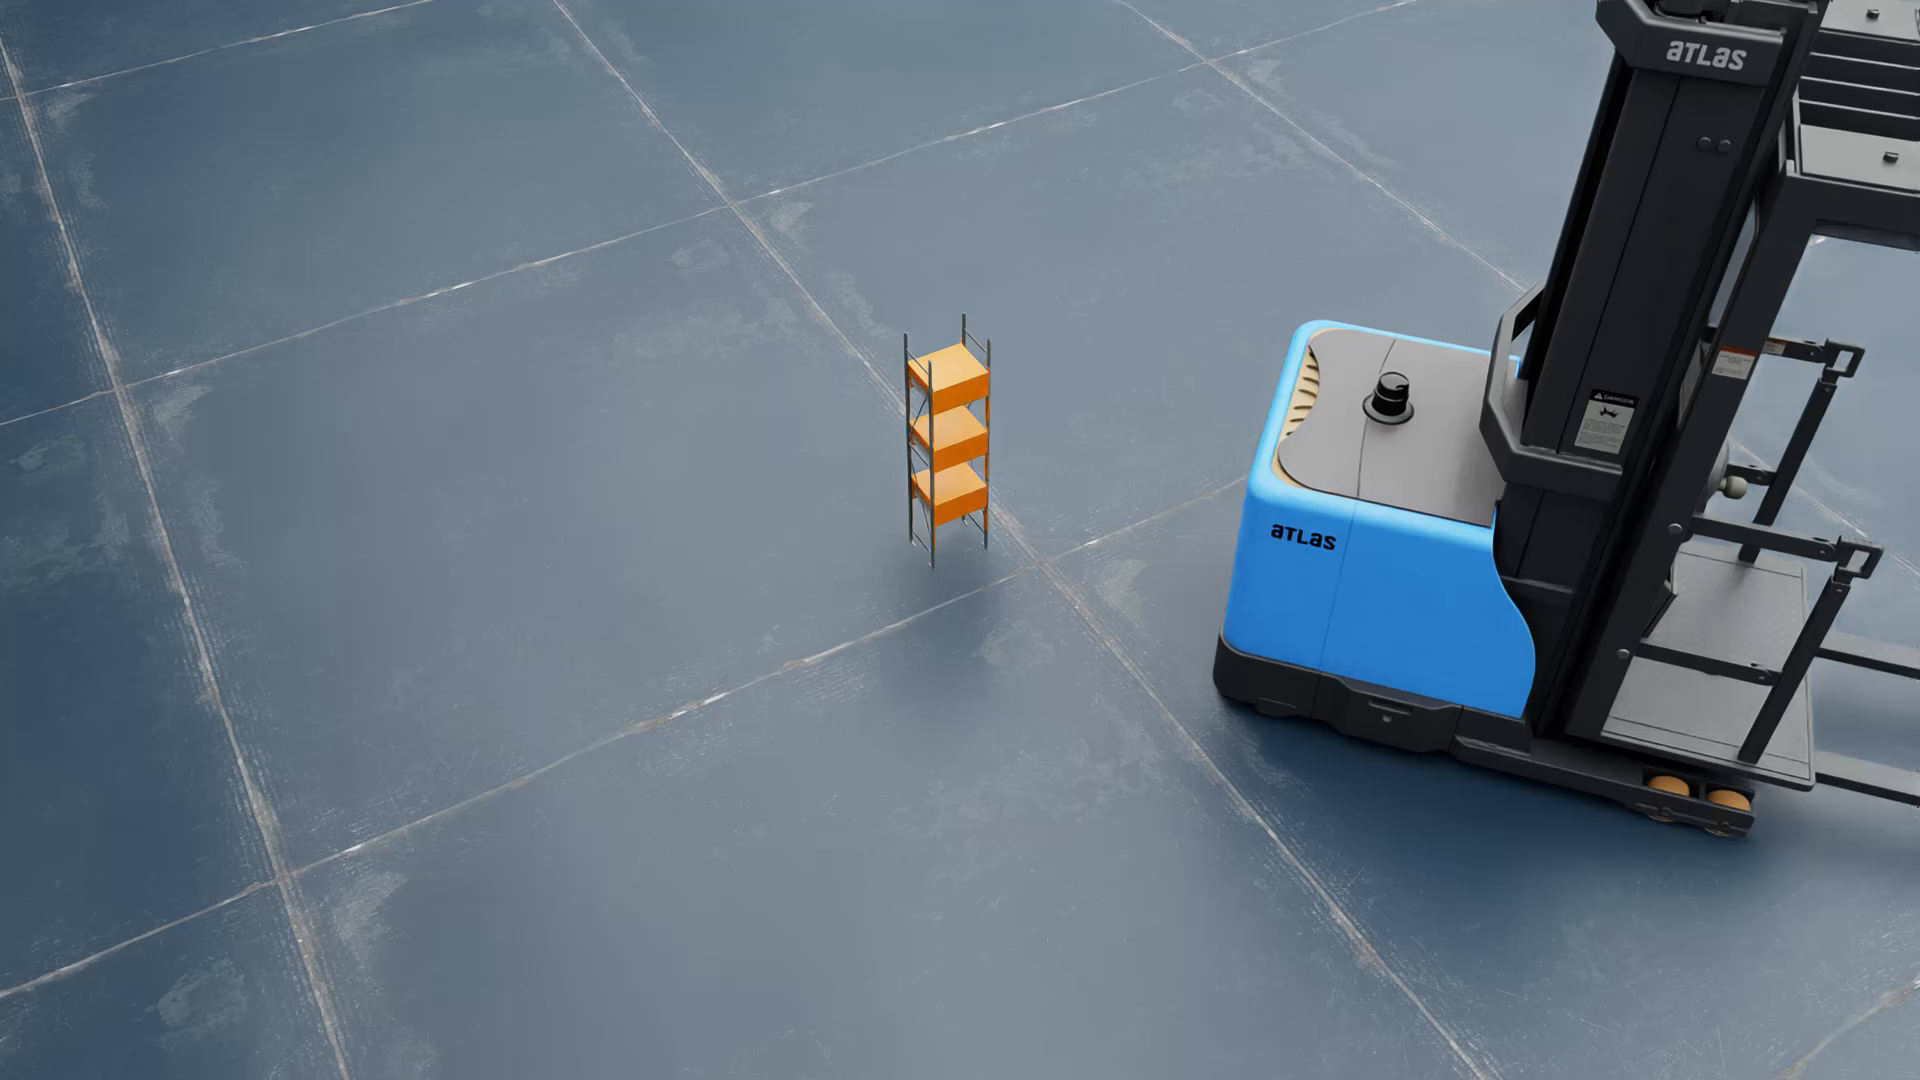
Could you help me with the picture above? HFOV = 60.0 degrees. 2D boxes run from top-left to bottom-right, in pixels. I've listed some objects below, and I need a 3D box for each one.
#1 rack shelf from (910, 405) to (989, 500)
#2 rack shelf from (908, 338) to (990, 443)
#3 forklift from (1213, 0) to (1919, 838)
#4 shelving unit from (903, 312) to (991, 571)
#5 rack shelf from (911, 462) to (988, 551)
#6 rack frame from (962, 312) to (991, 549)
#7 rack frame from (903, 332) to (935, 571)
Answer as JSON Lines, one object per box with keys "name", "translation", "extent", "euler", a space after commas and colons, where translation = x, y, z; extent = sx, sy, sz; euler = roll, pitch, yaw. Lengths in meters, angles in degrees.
{"name": "rack shelf", "translation": [-0.046, -0.351, 6.373], "extent": [0.240, 0.259, 0.215], "euler": [-22, 48, -21]}
{"name": "rack shelf", "translation": [-0.046, -0.554, 6.175], "extent": [0.240, 0.259, 0.215], "euler": [-22, 48, -21]}
{"name": "forklift", "translation": [2.505, -0.455, 5.114], "extent": [3.031, 2.935, 1.130], "euler": [13, 46, 13]}
{"name": "shelving unit", "translation": [-0.046, -0.358, 6.365], "extent": [0.252, 1.050, 0.215], "euler": [-22, 48, -21]}
{"name": "rack shelf", "translation": [-0.046, -0.151, 6.566], "extent": [0.240, 0.259, 0.215], "euler": [-22, 48, -21]}
{"name": "rack frame", "translation": [0.059, -0.401, 6.409], "extent": [0.008, 1.050, 0.200], "euler": [-22, 48, -21]}
{"name": "rack frame", "translation": [-0.152, -0.316, 6.322], "extent": [0.008, 1.050, 0.200], "euler": [-22, 48, -21]}
